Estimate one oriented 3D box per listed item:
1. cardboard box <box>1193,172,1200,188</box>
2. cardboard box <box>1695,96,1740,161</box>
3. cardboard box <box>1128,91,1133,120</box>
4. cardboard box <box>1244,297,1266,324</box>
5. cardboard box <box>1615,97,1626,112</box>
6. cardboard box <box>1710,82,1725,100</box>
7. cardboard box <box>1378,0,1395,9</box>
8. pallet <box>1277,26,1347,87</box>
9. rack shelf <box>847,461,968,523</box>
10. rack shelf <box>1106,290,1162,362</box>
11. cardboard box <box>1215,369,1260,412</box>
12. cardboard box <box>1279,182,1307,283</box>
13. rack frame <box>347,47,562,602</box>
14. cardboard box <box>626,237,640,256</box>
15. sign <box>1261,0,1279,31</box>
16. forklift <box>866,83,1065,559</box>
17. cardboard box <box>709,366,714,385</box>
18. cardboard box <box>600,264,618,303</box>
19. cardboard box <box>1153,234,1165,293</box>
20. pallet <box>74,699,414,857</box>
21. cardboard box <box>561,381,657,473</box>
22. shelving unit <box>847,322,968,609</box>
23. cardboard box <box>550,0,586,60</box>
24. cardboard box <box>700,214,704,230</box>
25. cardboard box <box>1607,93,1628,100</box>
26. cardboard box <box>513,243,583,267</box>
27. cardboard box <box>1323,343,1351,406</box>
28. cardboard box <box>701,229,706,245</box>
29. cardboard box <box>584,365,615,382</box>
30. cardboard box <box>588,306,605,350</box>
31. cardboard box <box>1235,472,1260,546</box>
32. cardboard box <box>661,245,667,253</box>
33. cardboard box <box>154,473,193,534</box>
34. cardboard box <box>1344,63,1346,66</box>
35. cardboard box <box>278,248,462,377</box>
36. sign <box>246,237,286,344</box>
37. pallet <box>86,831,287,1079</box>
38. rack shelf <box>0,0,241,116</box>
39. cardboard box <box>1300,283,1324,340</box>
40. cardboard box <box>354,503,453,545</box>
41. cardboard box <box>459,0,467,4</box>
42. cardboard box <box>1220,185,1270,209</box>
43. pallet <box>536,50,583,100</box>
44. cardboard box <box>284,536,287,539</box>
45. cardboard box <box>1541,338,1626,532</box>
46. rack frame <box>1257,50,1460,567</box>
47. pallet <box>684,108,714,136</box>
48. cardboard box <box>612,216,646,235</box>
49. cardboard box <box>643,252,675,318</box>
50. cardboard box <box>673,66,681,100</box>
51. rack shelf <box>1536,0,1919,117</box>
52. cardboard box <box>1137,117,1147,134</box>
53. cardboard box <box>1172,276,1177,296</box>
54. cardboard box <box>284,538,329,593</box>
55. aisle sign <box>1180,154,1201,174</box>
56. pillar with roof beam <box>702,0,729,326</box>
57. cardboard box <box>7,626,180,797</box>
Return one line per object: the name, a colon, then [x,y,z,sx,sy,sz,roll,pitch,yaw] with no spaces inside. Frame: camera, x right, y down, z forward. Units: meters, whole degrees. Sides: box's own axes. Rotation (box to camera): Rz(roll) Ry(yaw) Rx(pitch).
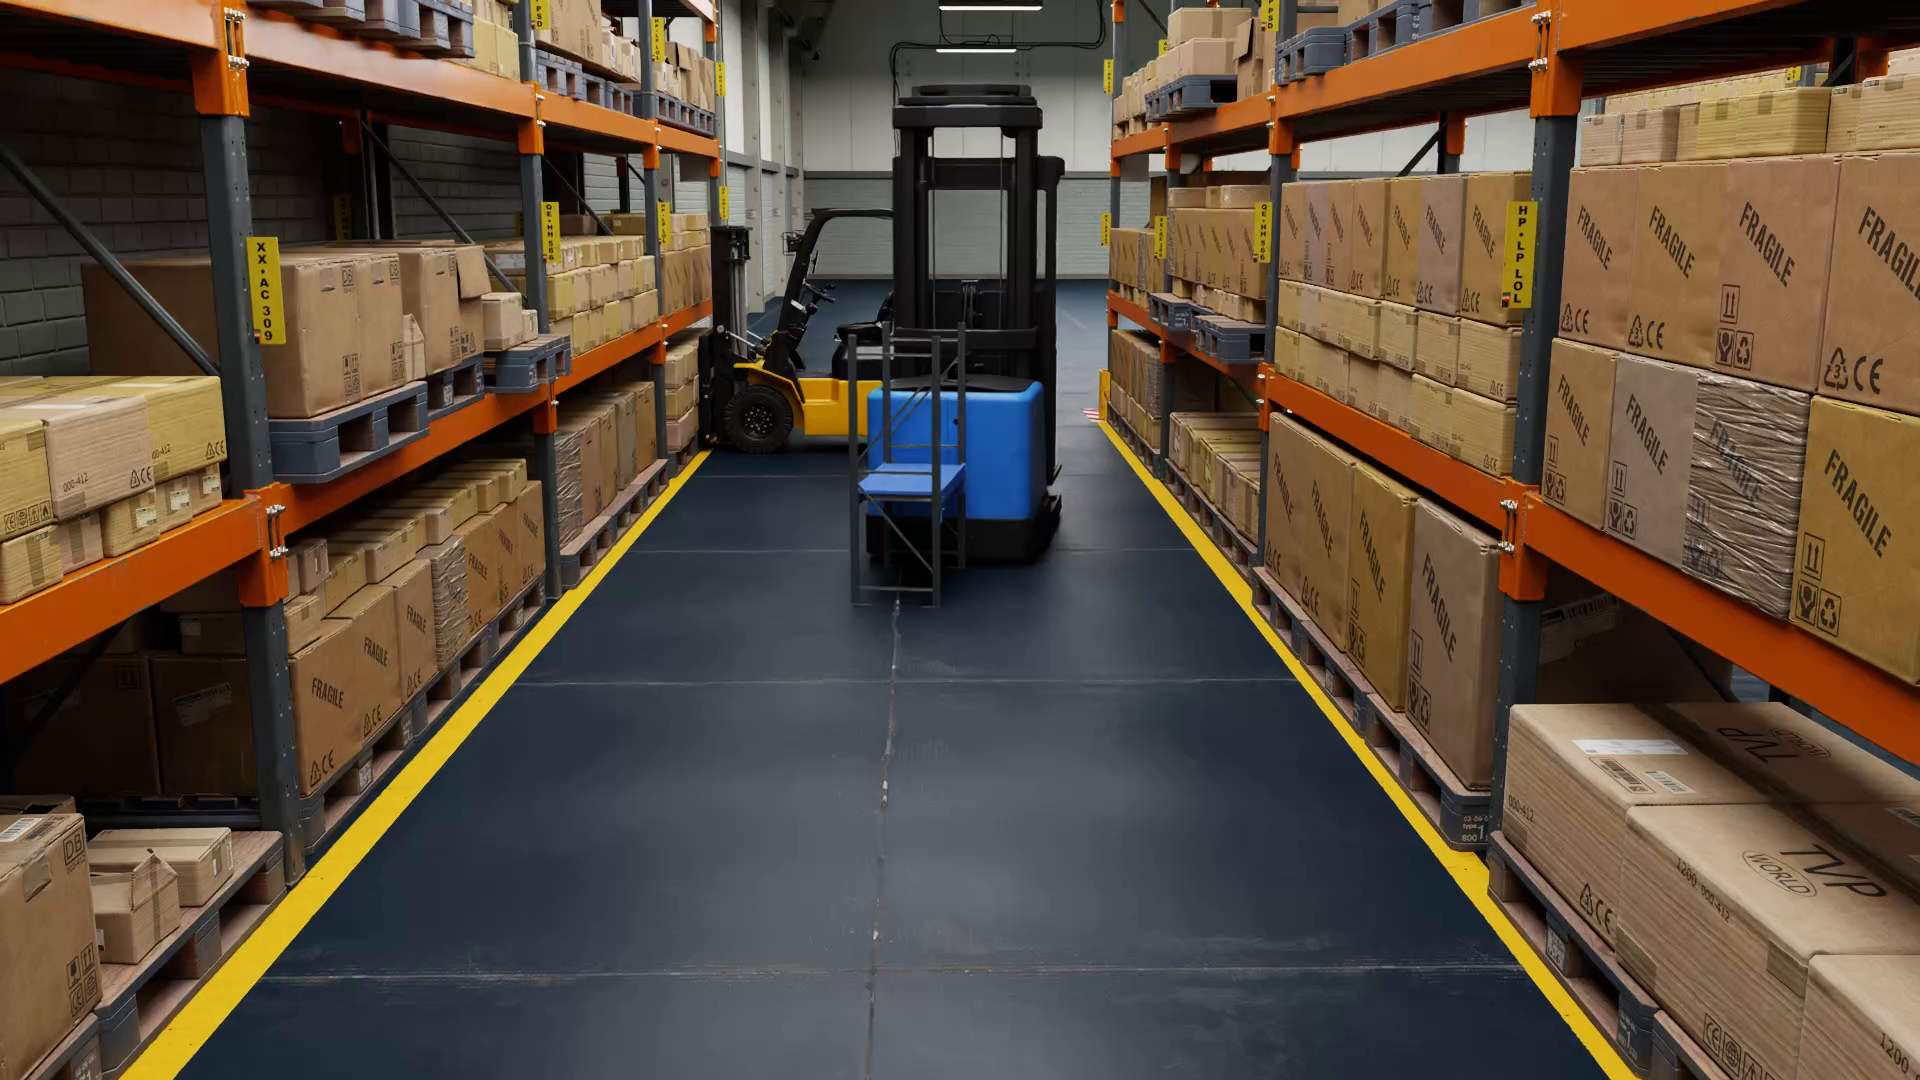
cardboard box: [2.335,-2.825,13.925,0.700,0.500,0.500,0,11,-1]
cardboard box: [2.041,-1.002,4.055,0.380,0.149,0.250,0,11,-2]
cardboard box: [1.814,-3.984,15.236,0.500,0.250,0.500,0,11,1]
cardboard box: [1.879,-1.355,9.769,0.380,0.149,0.250,0,11,0]
cardboard box: [6.673,-4.267,16.329,0.380,0.149,0.250,0,11,-1]
cardboard box: [6.715,-3.865,14.347,0.380,0.149,0.250,0,11,0]
cardboard box: [2.409,-2.684,7.892,0.700,0.500,0.500,-1,11,-4]
pallet: [2.265,-2.405,8.299,1.213,0.211,1.003,0,11,1]
rack shelf: [-0.286,-0.286,9.601,0.538,0.185,1.000,2,12,8]
rack shelf: [2.075,-1.995,15.158,1.077,0.370,4.000,0,11,-1]
cardboard box: [2.374,-1.294,13.868,0.500,0.500,0.500,0,11,2]
cardboard box: [1.965,-1.595,8.610,0.500,0.500,0.500,-1,11,-3]
rack frame: [-2.763,-1.134,9.104,1.000,3.000,0.127,0,11,-1]
cardboard box: [-2.594,-2.178,12.366,0.380,0.149,0.250,0,11,-2]
sign: [1.657,-2.877,8.849,0.100,0.325,0.005,0,11,-1]
forklift: [0.131,-1.564,11.398,1.130,2.935,3.031,2,12,8]
cardboard box: [-2.575,-1.530,15.657,0.500,0.250,0.500,0,11,-2]
cardboard box: [-2.566,-1.700,11.012,0.500,0.250,0.500,0,11,0]
cardboard box: [1.859,-2.232,13.518,0.500,0.500,0.500,-1,11,-3]
pallet: [-2.735,0.866,6.258,1.003,0.211,1.213,0,11,-1]
cardboard box: [-2.824,-0.867,12.706,0.875,0.625,0.625,0,11,1]
shelving unit: [-0.286,-0.462,9.565,0.538,1.500,1.048,2,12,8]
cardboard box: [-2.645,-3.153,9.951,0.700,0.500,0.500,0,11,-2]
cardboard box: [-2.595,-2.965,15.496,0.380,0.149,0.250,0,11,0]
cardboard box: [6.734,-4.486,16.403,0.500,0.250,0.500,0,11,-1]
cardboard box: [-2.566,-1.771,10.362,0.380,0.149,0.250,0,11,-1]
cardboard box: [1.991,-0.777,7.721,0.500,0.250,0.500,0,11,1]
cardboard box: [-2.662,-2.921,16.029,0.380,0.149,0.250,0,11,0]
cardboard box: [-3.050,-1.374,13.633,0.500,0.250,0.500,0,11,0]
cardboard box: [-2.551,-1.352,10.556,0.500,0.250,0.500,-1,11,-3]
cardboard box: [2.197,-0.185,9.981,0.950,0.372,0.625,-1,12,-5]
cardboard box: [-2.597,-2.412,13.520,0.380,0.149,0.250,0,11,0]
cardboard box: [-2.395,-0.102,4.647,0.380,0.149,0.250,0,11,0]
cardboard box: [1.983,-2.564,9.239,0.380,0.149,0.250,0,11,-1]
cardboard box: [-2.494,-0.950,6.888,0.700,0.500,0.500,0,11,-1]
sign: [-2.138,-0.767,5.117,0.100,0.325,0.005,0,11,-1]
pallet: [-2.668,1.165,4.789,1.003,0.211,1.213,0,11,-1]
rack shelf: [-2.639,-1.059,2.998,1.077,0.370,4.000,0,11,-1]
cardboard box: [1.972,-1.122,8.165,0.500,0.250,0.500,0,11,0]
cardboard box: [-2.501,-0.072,7.467,0.380,0.149,0.250,-1,11,-4]
cardboard box: [-2.501,-2.503,7.683,0.380,0.149,0.250,0,11,-1]
cardboard box: [1.883,-2.198,10.659,0.380,0.149,0.250,-1,11,-4]
pallet: [-2.867,-2.646,9.487,1.213,0.211,1.003,0,11,1]
cardboard box: [-3.046,0.034,6.949,0.380,0.149,0.250,0,11,0]
cardboard box: [2.030,-0.315,4.814,0.500,0.500,0.500,0,11,1]
rack frame: [2.199,-1.155,9.208,1.000,3.000,0.127,0,11,-1]
pallet: [-2.940,-4.010,15.960,1.003,0.211,1.213,0,11,-1]
cardboard box: [-2.556,-2.506,13.237,0.380,0.149,0.250,0,11,0]
cardboard box: [-2.594,-2.067,13.453,0.500,0.500,0.500,-1,11,-3]
cardboard box: [-2.573,-3.884,14.147,0.396,0.266,0.258,-1,11,-2]
rack shelf: [2.323,-1.080,3.102,1.077,0.370,4.000,0,11,-1]
cardboard box: [1.793,-3.716,14.918,0.380,0.149,0.250,-1,11,-3]
cardboard box: [1.812,-1.922,12.562,0.380,0.149,0.250,0,11,0]
cardboard box: [-2.476,0.093,5.908,0.380,0.149,0.250,-1,11,-4]
aisle sign: [2.322,-4.033,16.855,0.394,0.787,0.004,0,11,-1]
pillar with roof beam: [0.241,-7.925,27.490,9.100,9.000,0.400,0,11,-1]
cardboard box: [-2.987,0.584,5.866,0.500,0.500,0.500,0,11,-1]
